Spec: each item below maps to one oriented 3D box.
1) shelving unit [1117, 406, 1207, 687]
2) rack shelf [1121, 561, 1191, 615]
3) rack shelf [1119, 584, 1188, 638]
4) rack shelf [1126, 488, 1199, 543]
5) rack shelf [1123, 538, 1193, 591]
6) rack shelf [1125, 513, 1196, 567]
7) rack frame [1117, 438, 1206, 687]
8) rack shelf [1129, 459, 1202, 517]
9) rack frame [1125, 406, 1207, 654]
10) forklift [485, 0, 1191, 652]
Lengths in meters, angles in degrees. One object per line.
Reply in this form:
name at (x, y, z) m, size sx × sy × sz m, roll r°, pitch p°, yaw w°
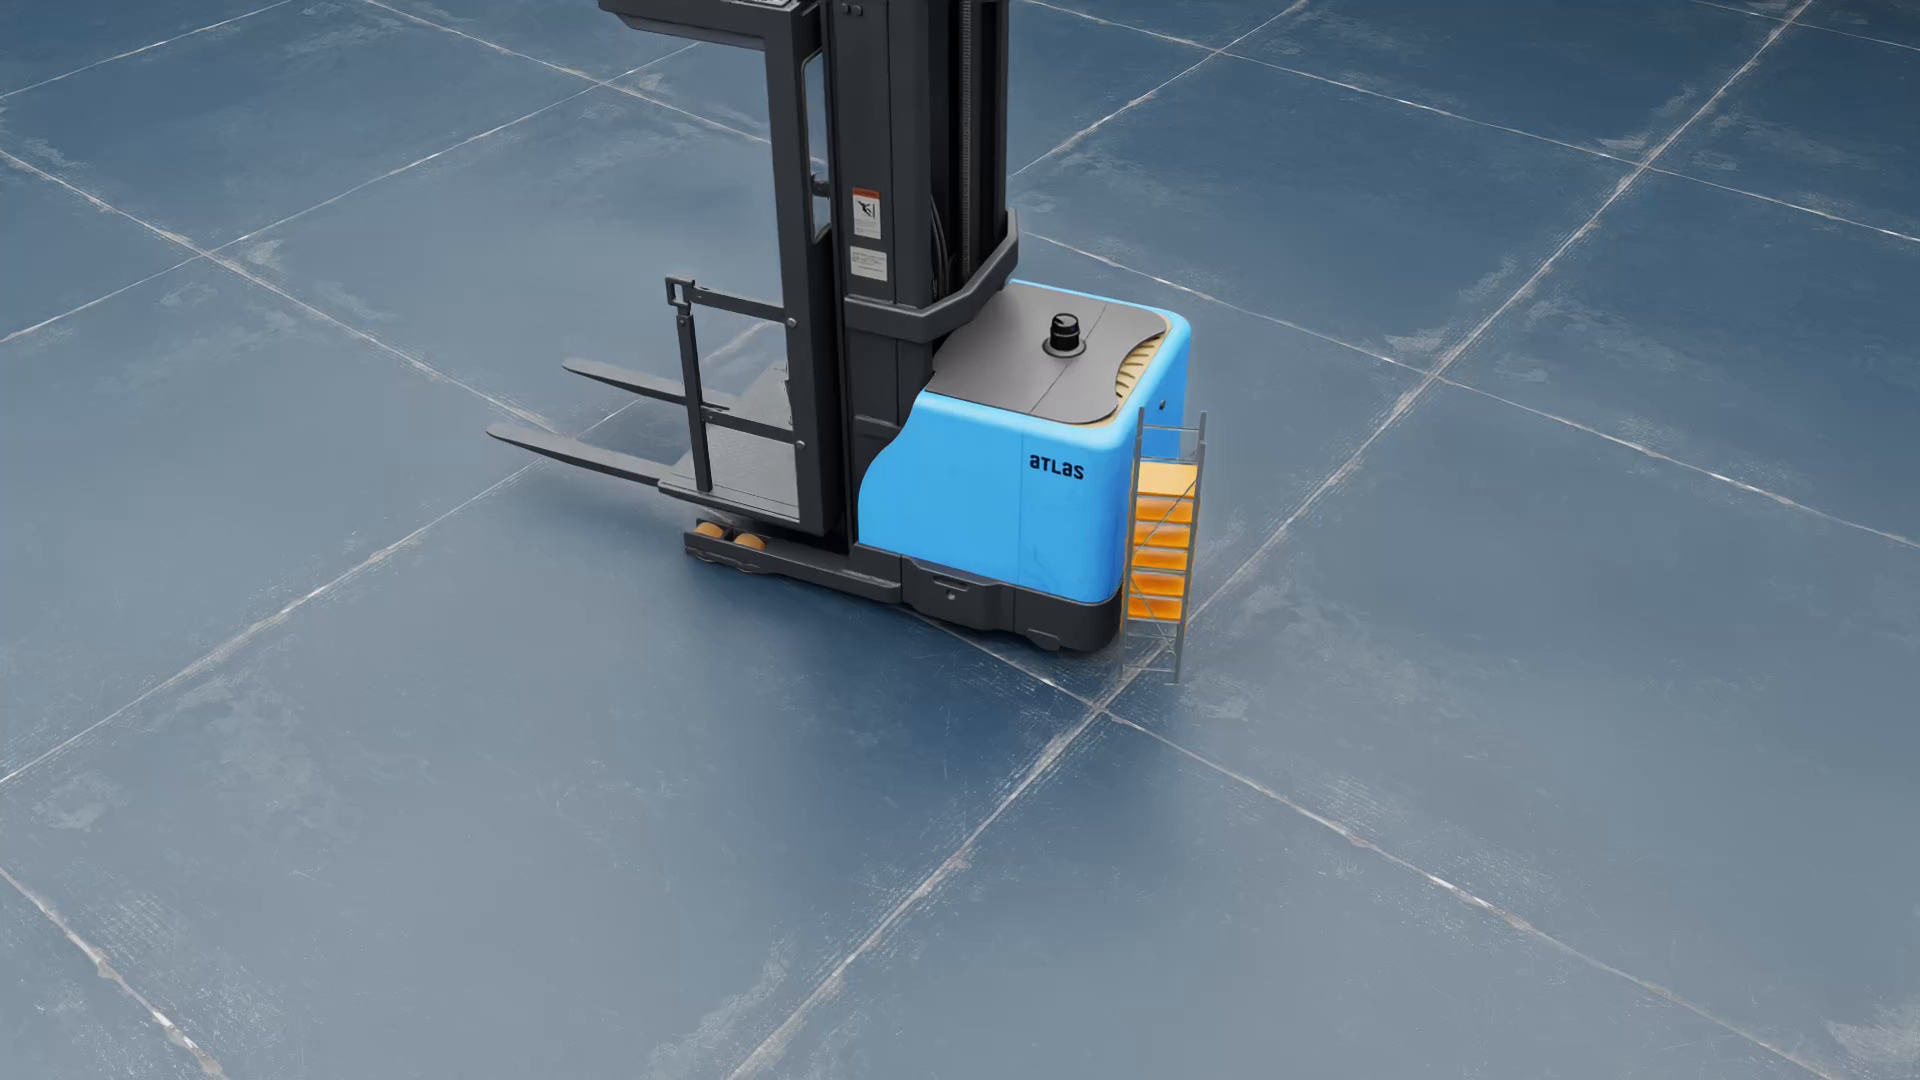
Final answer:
shelving unit at (0.745, 0.050, 6.205) m, size 0.258 × 1.200 × 0.189 m, roll 5°, pitch 41°, yaw 6°
rack shelf at (0.746, 0.174, 6.313) m, size 0.258 × 0.103 × 0.180 m, roll 5°, pitch 41°, yaw 6°
rack shelf at (0.747, 0.265, 6.392) m, size 0.258 × 0.103 × 0.180 m, roll 5°, pitch 41°, yaw 6°
rack shelf at (0.744, -0.097, 6.077) m, size 0.258 × 0.103 × 0.180 m, roll 5°, pitch 41°, yaw 6°
rack shelf at (0.745, 0.084, 6.234) m, size 0.258 × 0.103 × 0.180 m, roll 5°, pitch 41°, yaw 6°
rack shelf at (0.744, -0.007, 6.156) m, size 0.258 × 0.103 × 0.180 m, roll 5°, pitch 41°, yaw 6°
rack frame at (0.733, 0.110, 6.137) m, size 0.240 × 1.200 × 0.006 m, roll 5°, pitch 41°, yaw 6°
rack shelf at (0.743, -0.188, 5.998) m, size 0.258 × 0.103 × 0.180 m, roll 5°, pitch 41°, yaw 6°
rack frame at (0.757, -0.009, 6.274) m, size 0.240 × 1.200 × 0.006 m, roll 5°, pitch 41°, yaw 6°
forklift at (-0.627, -1.297, 6.529) m, size 3.031 × 2.935 × 1.130 m, roll 15°, pitch 40°, yaw 18°
